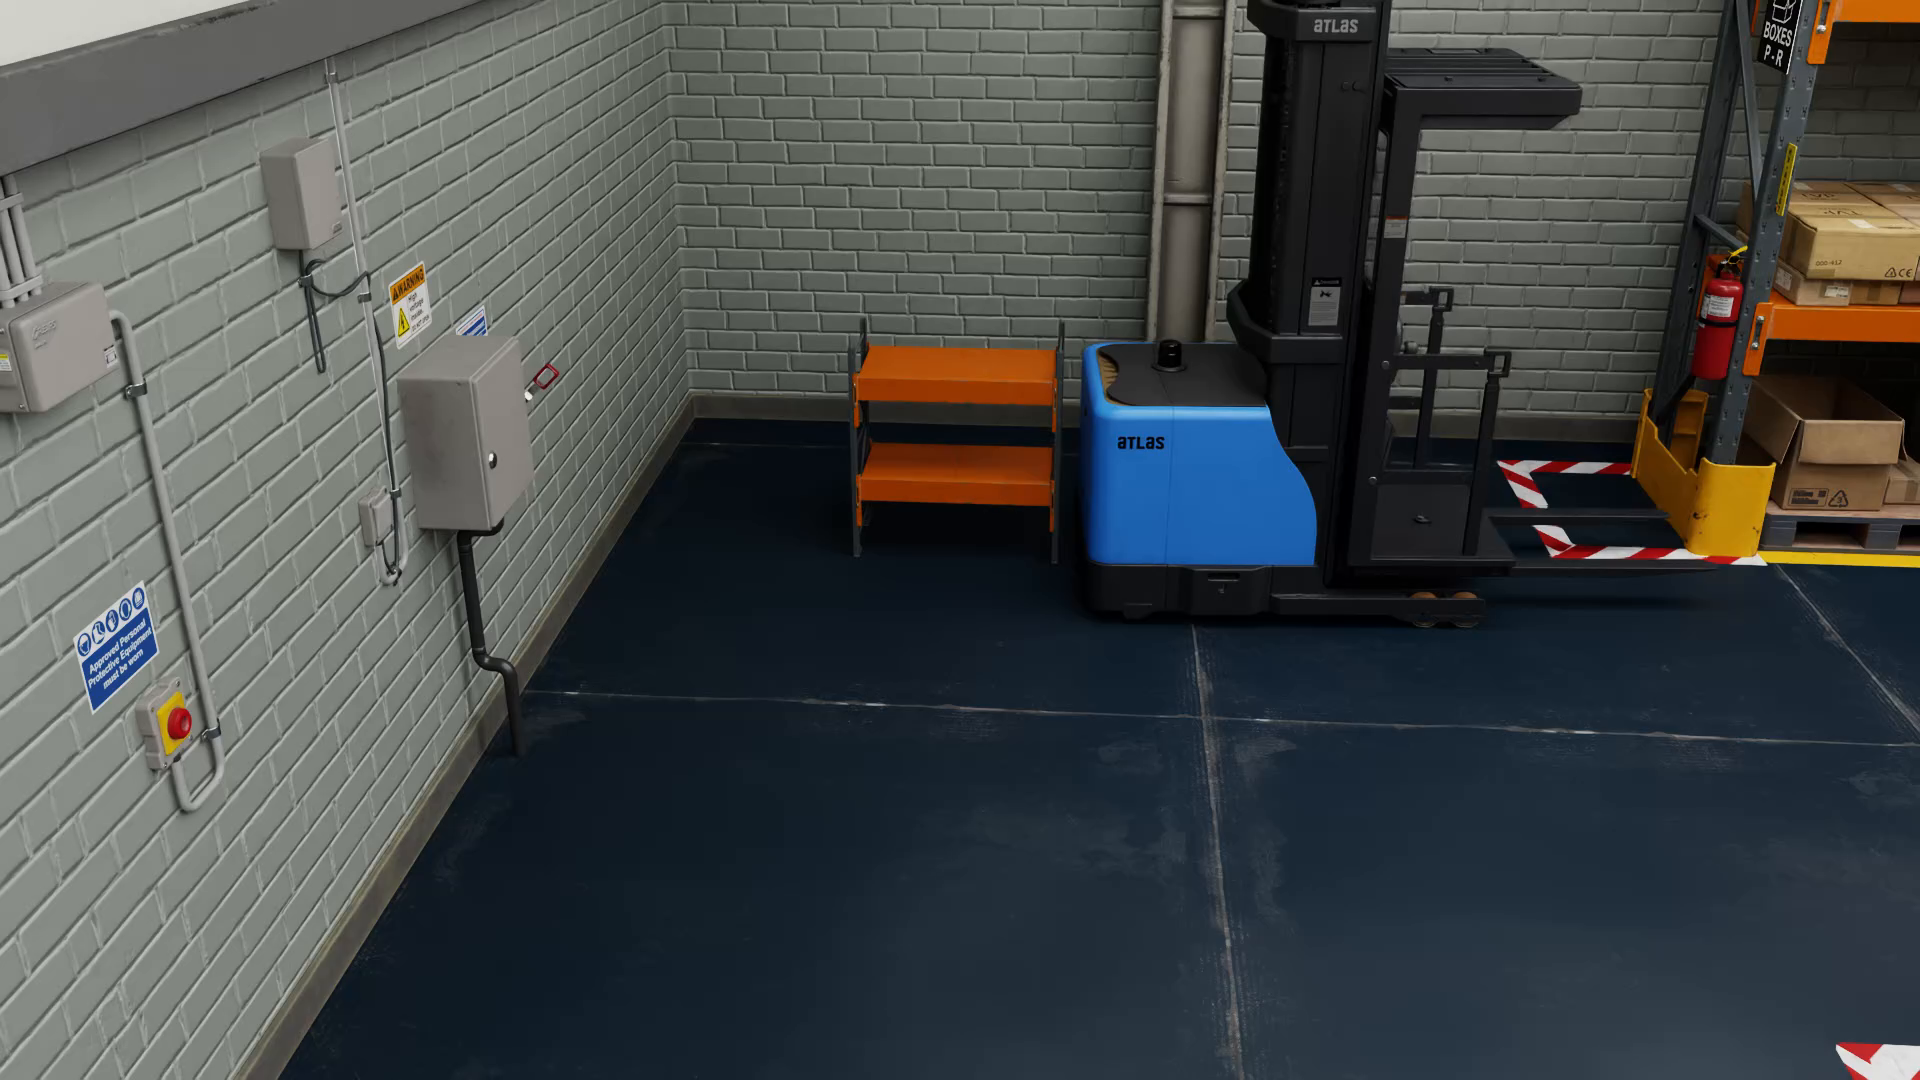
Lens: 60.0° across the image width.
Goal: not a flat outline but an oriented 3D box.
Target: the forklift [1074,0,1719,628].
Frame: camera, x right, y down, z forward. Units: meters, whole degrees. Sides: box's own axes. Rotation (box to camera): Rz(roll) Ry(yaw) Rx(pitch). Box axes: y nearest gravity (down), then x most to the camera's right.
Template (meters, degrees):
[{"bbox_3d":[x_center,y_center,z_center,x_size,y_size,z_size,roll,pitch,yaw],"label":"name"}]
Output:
[{"bbox_3d":[2.109,-1.142,7.725,3.031,2.935,1.130,0,25,1],"label":"forklift"}]

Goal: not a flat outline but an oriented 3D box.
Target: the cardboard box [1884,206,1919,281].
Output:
[{"bbox_3d":[4.847,-1.447,8.131,0.500,0.250,0.500,2,25,5],"label":"cardboard box"}]

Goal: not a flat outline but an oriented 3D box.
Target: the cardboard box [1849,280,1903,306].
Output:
[{"bbox_3d":[4.477,-1.295,8.277,0.250,0.149,0.380,2,25,5],"label":"cardboard box"}]

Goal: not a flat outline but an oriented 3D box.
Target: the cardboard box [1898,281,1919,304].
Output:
[{"bbox_3d":[4.741,-1.301,8.290,0.250,0.149,0.380,2,25,3],"label":"cardboard box"}]

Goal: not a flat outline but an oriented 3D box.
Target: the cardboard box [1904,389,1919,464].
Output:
[{"bbox_3d":[5.365,-0.476,8.684,0.500,0.500,0.700,3,25,6],"label":"cardboard box"}]

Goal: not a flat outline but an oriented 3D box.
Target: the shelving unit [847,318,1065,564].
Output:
[{"bbox_3d":[-0.007,-0.511,8.515,1.048,1.125,0.538,2,25,4],"label":"shelving unit"}]

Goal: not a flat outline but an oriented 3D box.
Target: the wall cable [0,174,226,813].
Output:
[{"bbox_3d":[-2.087,-0.101,4.128,0.123,1.953,0.585,2,25,4],"label":"wall cable"}]

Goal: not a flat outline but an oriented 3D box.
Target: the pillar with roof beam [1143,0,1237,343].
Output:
[{"bbox_3d":[0.964,-2.916,4.322,0.400,9.000,9.100,2,25,4],"label":"pillar with roof beam"}]

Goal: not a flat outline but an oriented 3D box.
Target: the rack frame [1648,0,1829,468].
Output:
[{"bbox_3d":[3.913,-1.523,8.472,0.127,3.000,1.000,2,25,4],"label":"rack frame"}]

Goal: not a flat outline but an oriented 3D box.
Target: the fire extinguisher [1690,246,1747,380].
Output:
[{"bbox_3d":[3.731,-1.131,8.158,0.183,0.674,0.296,2,25,4],"label":"fire extinguisher"}]

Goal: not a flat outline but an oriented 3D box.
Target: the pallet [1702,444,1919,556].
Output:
[{"bbox_3d":[4.784,-0.229,8.995,1.213,0.211,1.003,2,25,4],"label":"pallet"}]

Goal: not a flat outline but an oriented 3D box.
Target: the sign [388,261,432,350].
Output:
[{"bbox_3d":[-1.992,-0.855,6.031,0.001,0.242,0.339,2,25,4],"label":"sign"}]

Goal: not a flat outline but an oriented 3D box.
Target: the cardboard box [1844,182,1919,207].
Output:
[{"bbox_3d":[4.906,-1.669,8.613,0.500,0.250,0.500,2,25,4],"label":"cardboard box"}]

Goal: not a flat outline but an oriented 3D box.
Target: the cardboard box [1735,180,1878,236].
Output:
[{"bbox_3d":[4.392,-1.686,8.649,0.500,0.250,0.500,3,25,6],"label":"cardboard box"}]

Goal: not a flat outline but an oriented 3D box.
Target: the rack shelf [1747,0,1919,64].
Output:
[{"bbox_3d":[5.907,-2.495,7.856,4.000,0.370,1.077,2,25,4],"label":"rack shelf"}]

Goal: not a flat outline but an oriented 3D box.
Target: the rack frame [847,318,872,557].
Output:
[{"bbox_3d":[-0.514,-0.527,8.551,0.032,1.125,0.500,2,25,4],"label":"rack frame"}]

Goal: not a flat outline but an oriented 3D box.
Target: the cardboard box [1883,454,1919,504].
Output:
[{"bbox_3d":[4.936,-0.330,8.787,0.250,0.149,0.380,1,25,2],"label":"cardboard box"}]

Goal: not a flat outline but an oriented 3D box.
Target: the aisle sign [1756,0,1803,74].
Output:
[{"bbox_3d":[3.822,-2.584,7.667,0.004,0.787,0.394,2,25,4],"label":"aisle sign"}]

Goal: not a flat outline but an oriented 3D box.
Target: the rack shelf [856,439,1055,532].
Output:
[{"bbox_3d":[-0.007,-0.289,8.618,1.000,0.278,0.538,2,25,4],"label":"rack shelf"}]

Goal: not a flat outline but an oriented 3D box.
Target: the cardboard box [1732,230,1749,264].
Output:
[{"bbox_3d":[4.264,-1.510,8.744,0.250,0.149,0.380,2,25,3],"label":"cardboard box"}]

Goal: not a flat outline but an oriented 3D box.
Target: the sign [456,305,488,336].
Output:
[{"bbox_3d":[-1.950,-0.665,6.721,0.001,0.494,0.329,2,25,4],"label":"sign"}]

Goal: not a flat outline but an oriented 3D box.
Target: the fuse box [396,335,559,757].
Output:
[{"bbox_3d":[-1.781,0.089,6.509,0.414,1.711,0.539,2,25,4],"label":"fuse box"}]

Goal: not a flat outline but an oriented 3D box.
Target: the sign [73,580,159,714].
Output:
[{"bbox_3d":[-2.152,0.270,4.251,0.001,0.218,0.327,2,25,4],"label":"sign"}]

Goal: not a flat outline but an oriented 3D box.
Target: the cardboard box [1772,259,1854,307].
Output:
[{"bbox_3d":[4.220,-1.284,8.253,0.250,0.149,0.380,2,25,4],"label":"cardboard box"}]

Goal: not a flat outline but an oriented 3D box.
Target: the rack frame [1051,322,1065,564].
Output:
[{"bbox_3d":[0.500,-0.495,8.480,0.032,1.125,0.500,2,25,4],"label":"rack frame"}]

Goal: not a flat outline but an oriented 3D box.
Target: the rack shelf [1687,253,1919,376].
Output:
[{"bbox_3d":[5.907,-1.132,8.483,4.000,0.370,1.077,2,25,4],"label":"rack shelf"}]

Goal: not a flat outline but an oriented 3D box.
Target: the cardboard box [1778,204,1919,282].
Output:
[{"bbox_3d":[4.345,-1.463,8.165,0.500,0.250,0.500,2,25,4],"label":"cardboard box"}]

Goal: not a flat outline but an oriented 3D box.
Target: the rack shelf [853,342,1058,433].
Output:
[{"bbox_3d":[-0.007,-0.777,8.393,1.000,0.278,0.538,2,25,4],"label":"rack shelf"}]

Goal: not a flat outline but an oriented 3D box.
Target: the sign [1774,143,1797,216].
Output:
[{"bbox_3d":[3.871,-1.690,7.799,0.005,0.325,0.100,2,25,4],"label":"sign"}]

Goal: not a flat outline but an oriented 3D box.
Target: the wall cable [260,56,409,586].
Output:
[{"bbox_3d":[-1.990,-0.678,5.420,0.122,1.984,0.588,2,25,4],"label":"wall cable"}]

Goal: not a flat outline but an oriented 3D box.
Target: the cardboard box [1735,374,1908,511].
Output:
[{"bbox_3d":[4.515,-0.521,8.778,0.637,0.503,0.797,1,25,2],"label":"cardboard box"}]

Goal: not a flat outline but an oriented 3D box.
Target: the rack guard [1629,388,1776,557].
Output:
[{"bbox_3d":[3.989,-0.385,8.989,0.348,0.500,1.175,2,25,4],"label":"rack guard"}]
